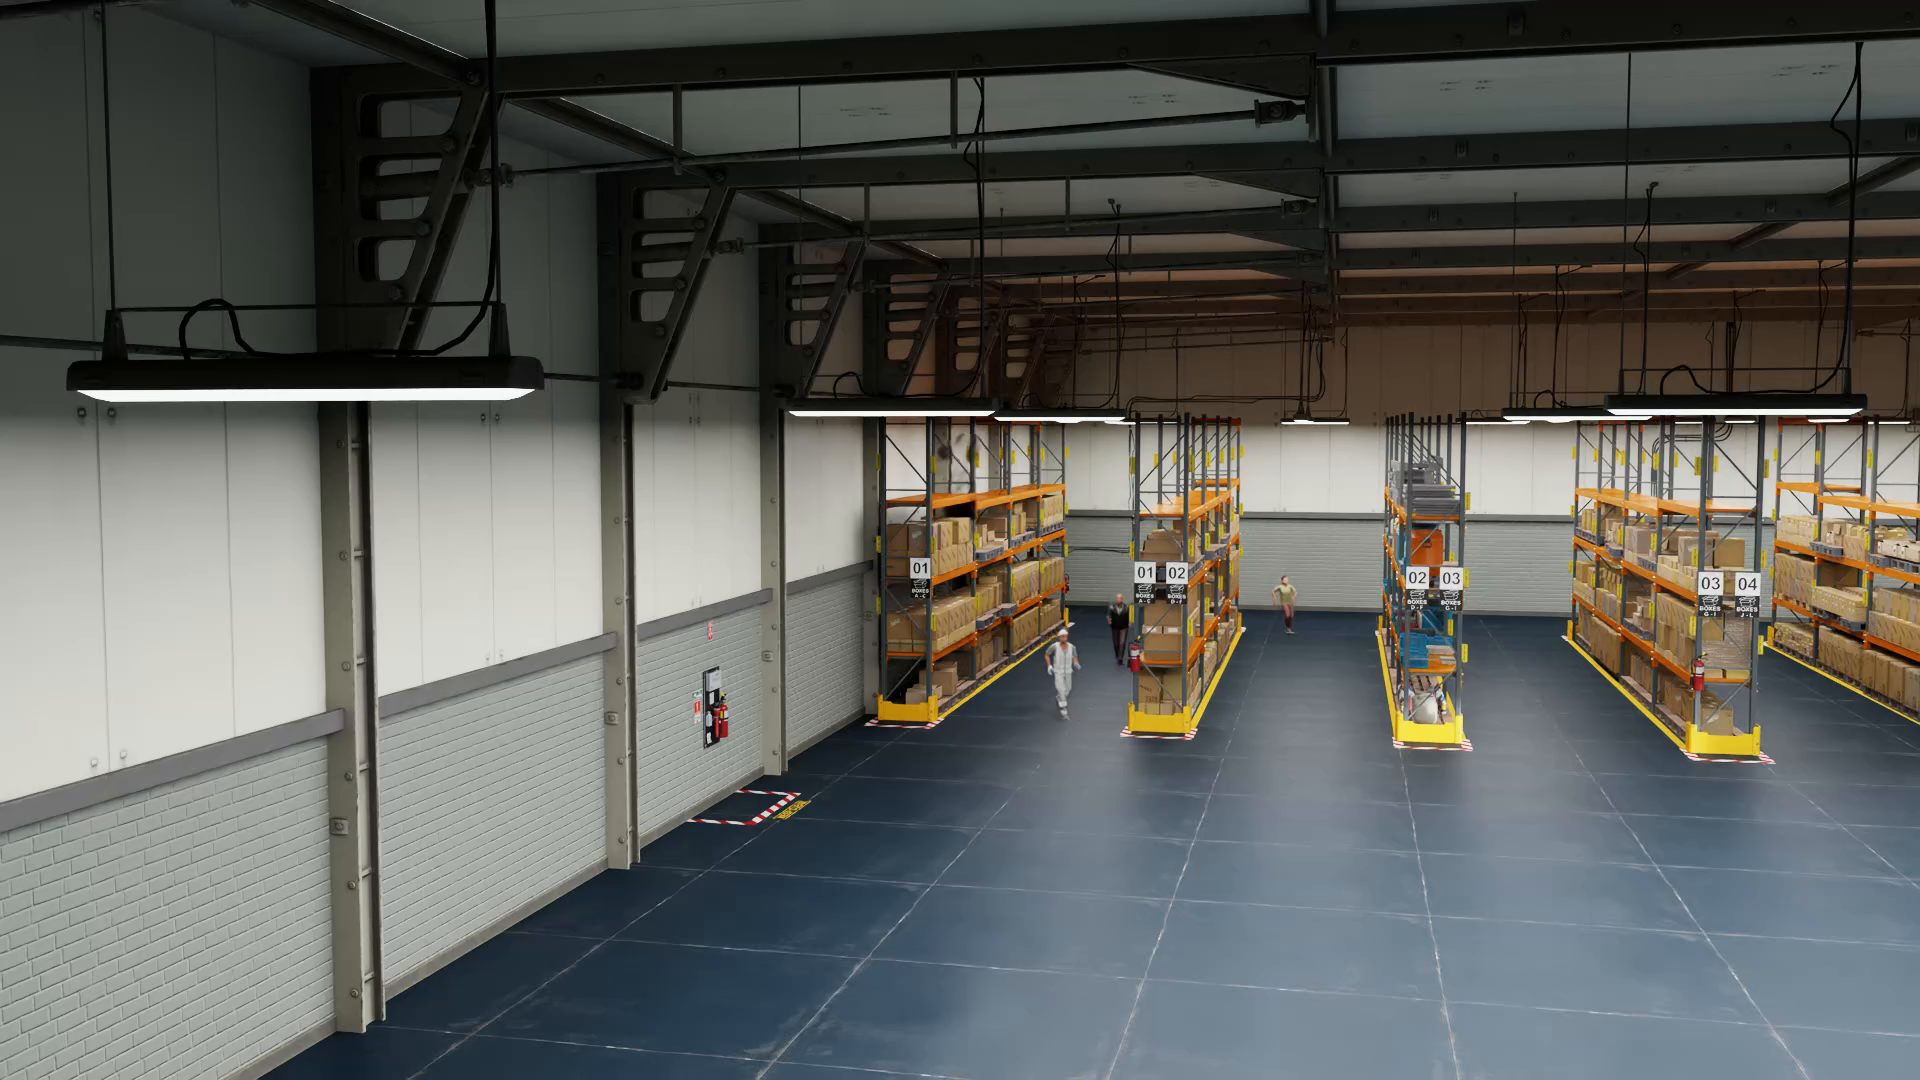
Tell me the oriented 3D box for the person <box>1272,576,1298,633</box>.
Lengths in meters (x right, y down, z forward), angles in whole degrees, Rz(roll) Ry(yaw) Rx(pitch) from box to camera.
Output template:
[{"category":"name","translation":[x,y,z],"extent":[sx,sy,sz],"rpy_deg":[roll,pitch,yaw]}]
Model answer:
[{"category":"person","translation":[9.029,1.791,46.069],"extent":[0.659,1.613,0.626],"rpy_deg":[-1,4,-11]}]

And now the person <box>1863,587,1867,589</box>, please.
[{"category":"person","translation":[23.291,1.991,42.944],"extent":[0.657,1.655,0.585],"rpy_deg":[0,4,1]}]

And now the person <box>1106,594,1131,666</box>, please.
[{"category":"person","translation":[3.875,2.152,40.285],"extent":[0.654,1.704,0.880],"rpy_deg":[1,4,10]}]

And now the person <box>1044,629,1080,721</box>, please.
[{"category":"person","translation":[1.989,2.627,32.813],"extent":[0.637,1.766,0.908],"rpy_deg":[-1,4,-15]}]
